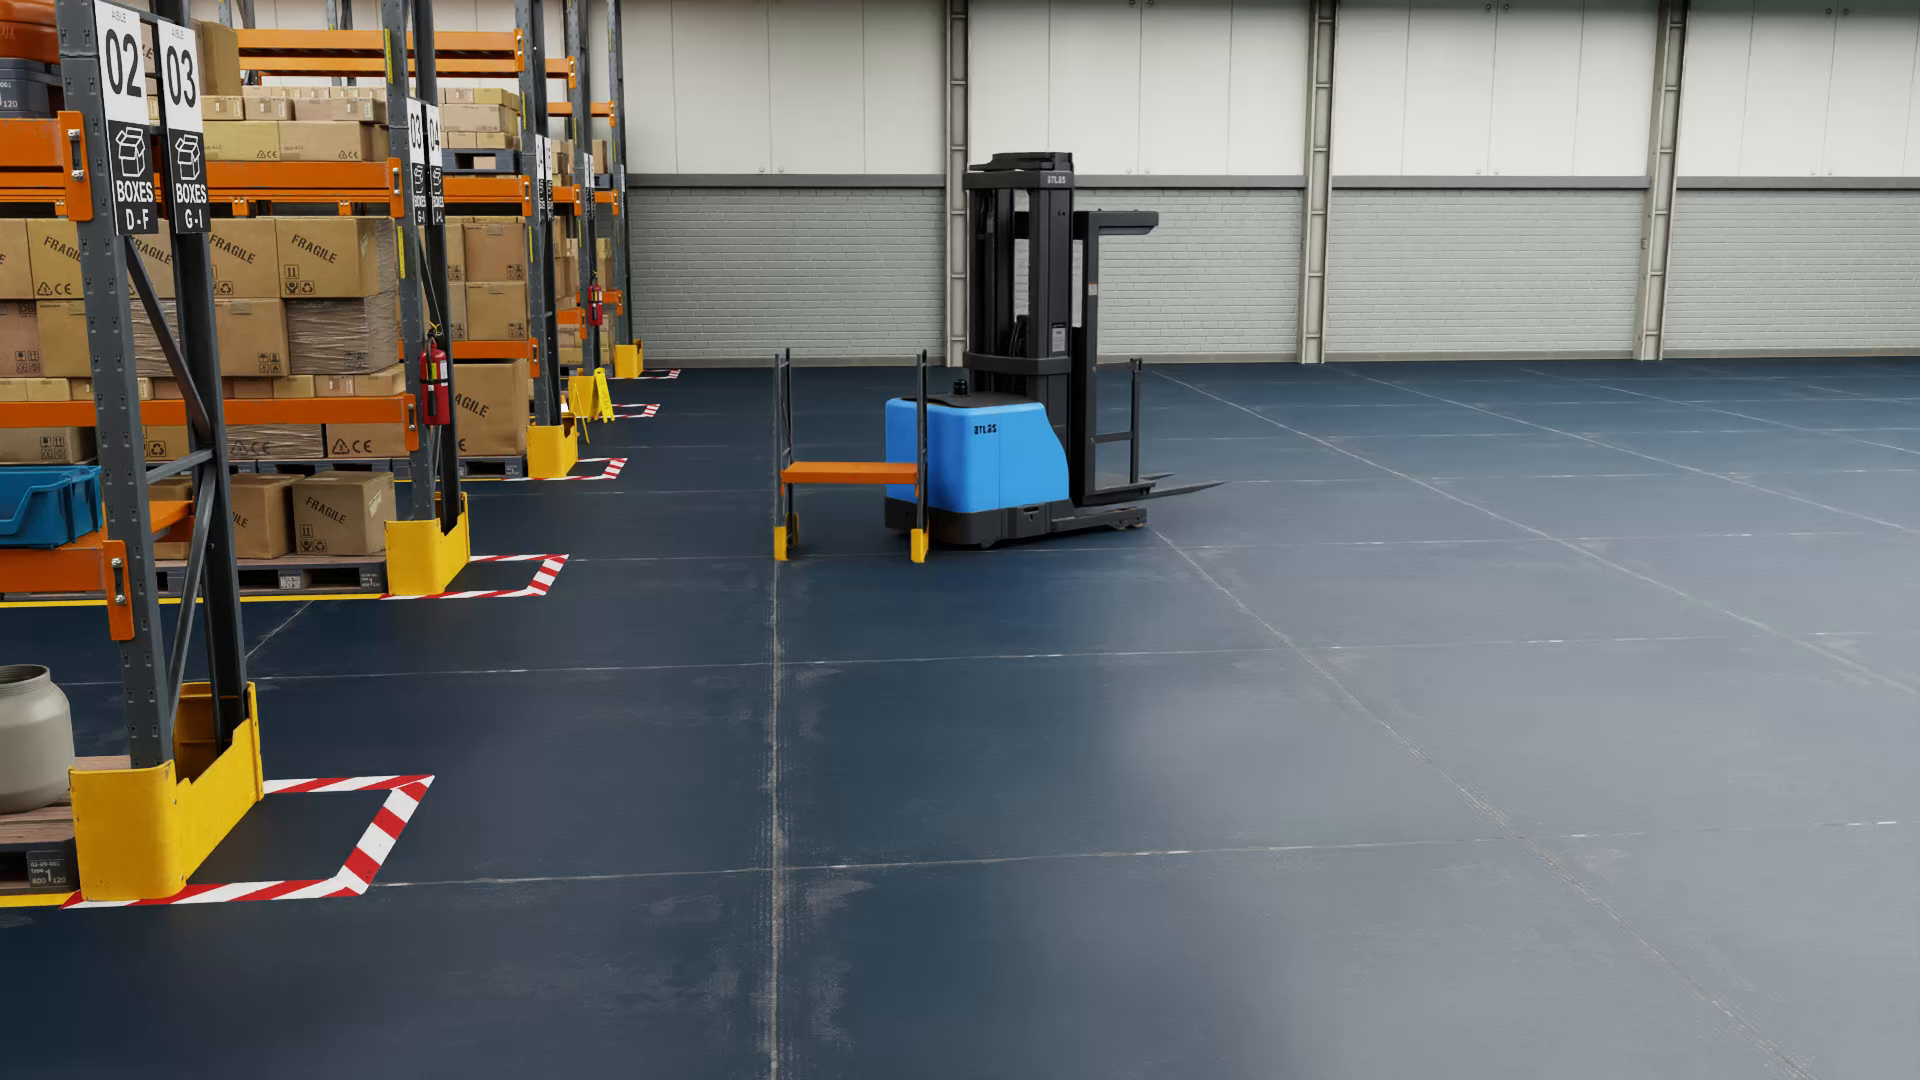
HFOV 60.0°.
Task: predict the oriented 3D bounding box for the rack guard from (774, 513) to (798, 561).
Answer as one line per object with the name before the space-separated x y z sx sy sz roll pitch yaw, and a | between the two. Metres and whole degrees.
rack guard | -1.287 -0.025 12.348 0.087 0.250 0.587 1 11 4

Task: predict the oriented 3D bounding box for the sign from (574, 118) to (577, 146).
sign | -4.630 -4.917 20.033 0.005 0.325 0.100 -1 11 -6

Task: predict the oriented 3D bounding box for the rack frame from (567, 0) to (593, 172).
rack frame | -4.670 -6.061 20.372 0.127 3.000 1.000 -1 11 -6

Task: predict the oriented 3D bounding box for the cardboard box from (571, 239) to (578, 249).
cardboard box | -5.785 -4.524 25.392 0.250 0.149 0.380 -1 11 -6

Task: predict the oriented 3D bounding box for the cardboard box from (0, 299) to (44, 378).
cardboard box | -6.135 -1.360 10.979 0.500 0.500 0.875 -1 11 -6

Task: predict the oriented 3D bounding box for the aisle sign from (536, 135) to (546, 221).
aisle sign | -3.932 -3.390 15.597 0.004 0.787 0.394 -1 11 -6

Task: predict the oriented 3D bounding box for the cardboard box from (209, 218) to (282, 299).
cardboard box | -4.616 -1.833 10.791 0.500 0.500 0.500 -1 11 -6

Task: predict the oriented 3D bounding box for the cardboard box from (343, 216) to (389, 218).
cardboard box | -7.174 -3.699 20.287 0.500 0.500 0.700 -1 11 -7

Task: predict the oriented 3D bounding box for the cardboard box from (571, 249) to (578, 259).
cardboard box | -5.775 -4.365 25.354 0.250 0.149 0.380 -1 11 -5

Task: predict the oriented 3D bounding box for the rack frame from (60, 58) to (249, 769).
rack frame | -3.065 -0.267 6.453 0.127 3.000 1.000 -1 11 -6

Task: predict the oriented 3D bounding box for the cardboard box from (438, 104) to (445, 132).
cardboard box | -4.989 -3.896 15.403 0.500 0.250 0.500 -1 11 -6

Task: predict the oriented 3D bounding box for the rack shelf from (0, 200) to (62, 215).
rack shelf | -15.151 -4.980 24.513 4.000 0.370 1.077 -1 11 -6

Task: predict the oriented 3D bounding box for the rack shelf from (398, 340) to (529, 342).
rack shelf | -6.023 -1.872 15.972 3.809 0.124 0.919 -1 11 -6

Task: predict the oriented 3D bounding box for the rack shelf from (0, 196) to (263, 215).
rack shelf | -10.635 -4.112 20.095 4.000 0.370 1.077 -1 11 -6

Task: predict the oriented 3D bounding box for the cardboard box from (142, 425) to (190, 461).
cardboard box | -7.379 -1.250 15.872 0.875 0.875 0.875 -1 11 -5

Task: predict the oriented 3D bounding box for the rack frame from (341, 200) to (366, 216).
rack frame | -9.186 -3.986 25.369 0.127 3.000 1.000 -1 11 -6

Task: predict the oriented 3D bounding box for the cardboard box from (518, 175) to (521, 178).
cardboard box | -5.238 -4.394 20.317 0.250 0.149 0.380 -1 11 -6

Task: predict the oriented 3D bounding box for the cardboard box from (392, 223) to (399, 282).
cardboard box | -5.516 -2.759 15.938 0.550 0.550 0.875 -1 11 -6

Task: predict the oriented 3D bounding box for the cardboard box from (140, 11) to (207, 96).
cardboard box | -5.114 -3.049 10.497 0.500 0.500 0.500 -1 11 -6

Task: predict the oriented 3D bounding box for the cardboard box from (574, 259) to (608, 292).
cardboard box | -5.671 -4.058 25.475 0.500 0.500 0.500 -1 11 -7

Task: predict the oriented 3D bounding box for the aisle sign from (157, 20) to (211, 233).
aisle sign | -3.025 -1.601 6.495 0.004 0.787 0.394 -1 11 -6

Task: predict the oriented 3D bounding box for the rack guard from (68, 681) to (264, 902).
rack guard | -3.136 0.970 6.640 0.348 0.500 1.175 -1 11 -6

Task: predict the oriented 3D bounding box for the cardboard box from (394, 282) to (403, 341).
cardboard box | -5.514 -2.225 16.019 0.550 0.550 0.875 -1 11 -6

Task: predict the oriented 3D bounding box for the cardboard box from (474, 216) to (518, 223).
cardboard box | -5.658 -3.742 20.503 0.500 0.500 0.700 -1 11 -6

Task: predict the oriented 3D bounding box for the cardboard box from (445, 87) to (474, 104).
cardboard box | -4.582 -4.089 15.349 0.250 0.149 0.380 -1 11 -6

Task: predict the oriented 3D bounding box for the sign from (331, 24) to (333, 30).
sign | -9.116 -7.323 24.164 0.005 0.325 0.100 -1 11 -6

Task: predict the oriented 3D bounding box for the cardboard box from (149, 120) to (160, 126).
cardboard box | -5.058 -2.537 10.608 0.500 0.250 0.500 -1 11 -5

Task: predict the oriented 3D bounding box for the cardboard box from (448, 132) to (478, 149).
cardboard box | -4.580 -3.697 15.426 0.250 0.149 0.380 -1 11 -6

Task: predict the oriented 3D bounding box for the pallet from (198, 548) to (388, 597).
pallet | -4.487 0.163 11.493 1.213 0.211 1.003 -1 11 -6

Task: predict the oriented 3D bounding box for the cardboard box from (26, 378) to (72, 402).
cardboard box | -5.841 -0.991 10.786 0.250 0.149 0.380 -1 11 -6

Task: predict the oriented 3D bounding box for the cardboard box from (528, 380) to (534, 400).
cardboard box | -5.469 -1.906 20.825 0.500 0.250 0.500 -1 11 -6

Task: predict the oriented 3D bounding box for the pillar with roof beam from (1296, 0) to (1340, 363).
pillar with roof beam | 6.395 -6.596 23.091 0.400 9.000 9.100 -1 11 -6

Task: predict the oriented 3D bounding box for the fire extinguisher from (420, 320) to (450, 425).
fire extinguisher | -3.436 -1.093 10.854 0.183 0.674 0.296 -1 11 -6

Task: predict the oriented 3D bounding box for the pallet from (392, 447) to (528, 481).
pallet | -4.822 -0.771 16.241 1.213 0.211 1.003 -1 11 -6

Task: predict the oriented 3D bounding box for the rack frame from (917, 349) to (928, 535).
rack frame | -0.274 -0.625 12.159 0.032 1.500 0.500 1 11 4

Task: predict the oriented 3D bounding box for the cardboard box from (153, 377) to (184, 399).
cardboard box | -5.102 -1.019 10.928 0.250 0.149 0.380 -1 11 -6

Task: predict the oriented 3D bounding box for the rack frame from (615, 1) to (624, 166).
rack frame | -5.210 -7.013 25.211 0.053 2.616 0.949 -1 11 -6

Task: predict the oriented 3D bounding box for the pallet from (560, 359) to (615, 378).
pallet | -5.966 -2.677 25.940 1.213 0.211 1.003 -1 11 -6

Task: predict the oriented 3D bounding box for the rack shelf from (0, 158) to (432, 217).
rack shelf | -5.588 -2.294 10.852 4.000 0.370 1.077 -1 11 -6

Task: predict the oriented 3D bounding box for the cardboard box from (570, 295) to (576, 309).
cardboard box | -5.030 -3.027 21.141 0.250 0.149 0.380 -1 11 -6

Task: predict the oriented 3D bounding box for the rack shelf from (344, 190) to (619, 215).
rack shelf | -7.198 -5.147 25.361 4.000 0.370 1.077 -1 11 -6

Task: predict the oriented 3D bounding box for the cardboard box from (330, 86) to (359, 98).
cardboard box | -5.597 -4.067 15.240 0.250 0.149 0.380 -1 11 -7

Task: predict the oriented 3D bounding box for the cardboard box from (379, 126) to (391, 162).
cardboard box | -4.107 -2.655 11.210 0.500 0.250 0.500 -1 11 -4

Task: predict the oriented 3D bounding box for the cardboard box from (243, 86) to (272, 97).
cardboard box | -6.348 -4.051 15.160 0.250 0.149 0.380 -1 11 -6

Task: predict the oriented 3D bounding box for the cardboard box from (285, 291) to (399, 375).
cardboard box | -4.150 -1.406 11.214 0.500 0.500 0.875 -1 11 -6

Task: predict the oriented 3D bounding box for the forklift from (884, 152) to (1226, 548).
forklift | 0.879 -1.583 13.322 3.031 2.935 1.130 -9 14 -37

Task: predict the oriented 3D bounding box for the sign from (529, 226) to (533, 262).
sign | -3.990 -2.751 15.468 0.005 0.325 0.100 -1 11 -6

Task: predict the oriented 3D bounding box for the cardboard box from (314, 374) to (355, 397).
cardboard box | -4.110 -1.043 11.051 0.250 0.149 0.380 -1 11 -6

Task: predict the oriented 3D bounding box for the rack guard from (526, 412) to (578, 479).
rack guard | -4.011 -0.945 16.377 0.348 0.500 1.175 -1 11 -6

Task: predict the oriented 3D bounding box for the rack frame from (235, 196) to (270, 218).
rack frame | -8.647 -3.034 20.527 0.127 3.000 1.000 -1 11 -6

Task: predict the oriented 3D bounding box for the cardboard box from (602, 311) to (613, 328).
cardboard box | -5.708 -3.443 26.055 0.500 0.250 0.500 -1 11 -7

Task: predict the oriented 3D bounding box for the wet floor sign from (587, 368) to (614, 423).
wet floor sign | -4.366 -1.761 20.155 0.232 0.644 0.267 3 11 14

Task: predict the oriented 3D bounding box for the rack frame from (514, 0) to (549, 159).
rack frame | -4.035 -5.114 15.554 0.127 3.000 1.000 -1 11 -6

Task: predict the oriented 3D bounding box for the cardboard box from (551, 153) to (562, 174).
cardboard box | -5.150 -4.600 20.330 0.500 0.250 0.500 -1 11 -7

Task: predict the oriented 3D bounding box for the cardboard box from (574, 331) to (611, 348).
cardboard box | -5.660 -3.102 25.613 0.500 0.250 0.500 -1 11 -7

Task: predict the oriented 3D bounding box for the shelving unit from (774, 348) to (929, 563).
shelving unit | -0.790 -0.632 12.194 1.083 1.500 0.587 1 11 4

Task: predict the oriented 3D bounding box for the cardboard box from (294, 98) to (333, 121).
cardboard box | -4.114 -2.763 10.724 0.250 0.149 0.380 -2 11 -8

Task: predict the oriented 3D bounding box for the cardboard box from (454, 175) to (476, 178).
cardboard box | -6.008 -4.388 20.287 0.250 0.149 0.380 -1 11 -7

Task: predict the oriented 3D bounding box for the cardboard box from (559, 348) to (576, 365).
cardboard box | -6.138 -2.848 25.616 0.500 0.250 0.500 -1 11 -6

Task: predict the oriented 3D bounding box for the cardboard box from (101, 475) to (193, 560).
cardboard box | -5.438 -0.159 11.290 0.500 0.500 0.500 0 11 -1
